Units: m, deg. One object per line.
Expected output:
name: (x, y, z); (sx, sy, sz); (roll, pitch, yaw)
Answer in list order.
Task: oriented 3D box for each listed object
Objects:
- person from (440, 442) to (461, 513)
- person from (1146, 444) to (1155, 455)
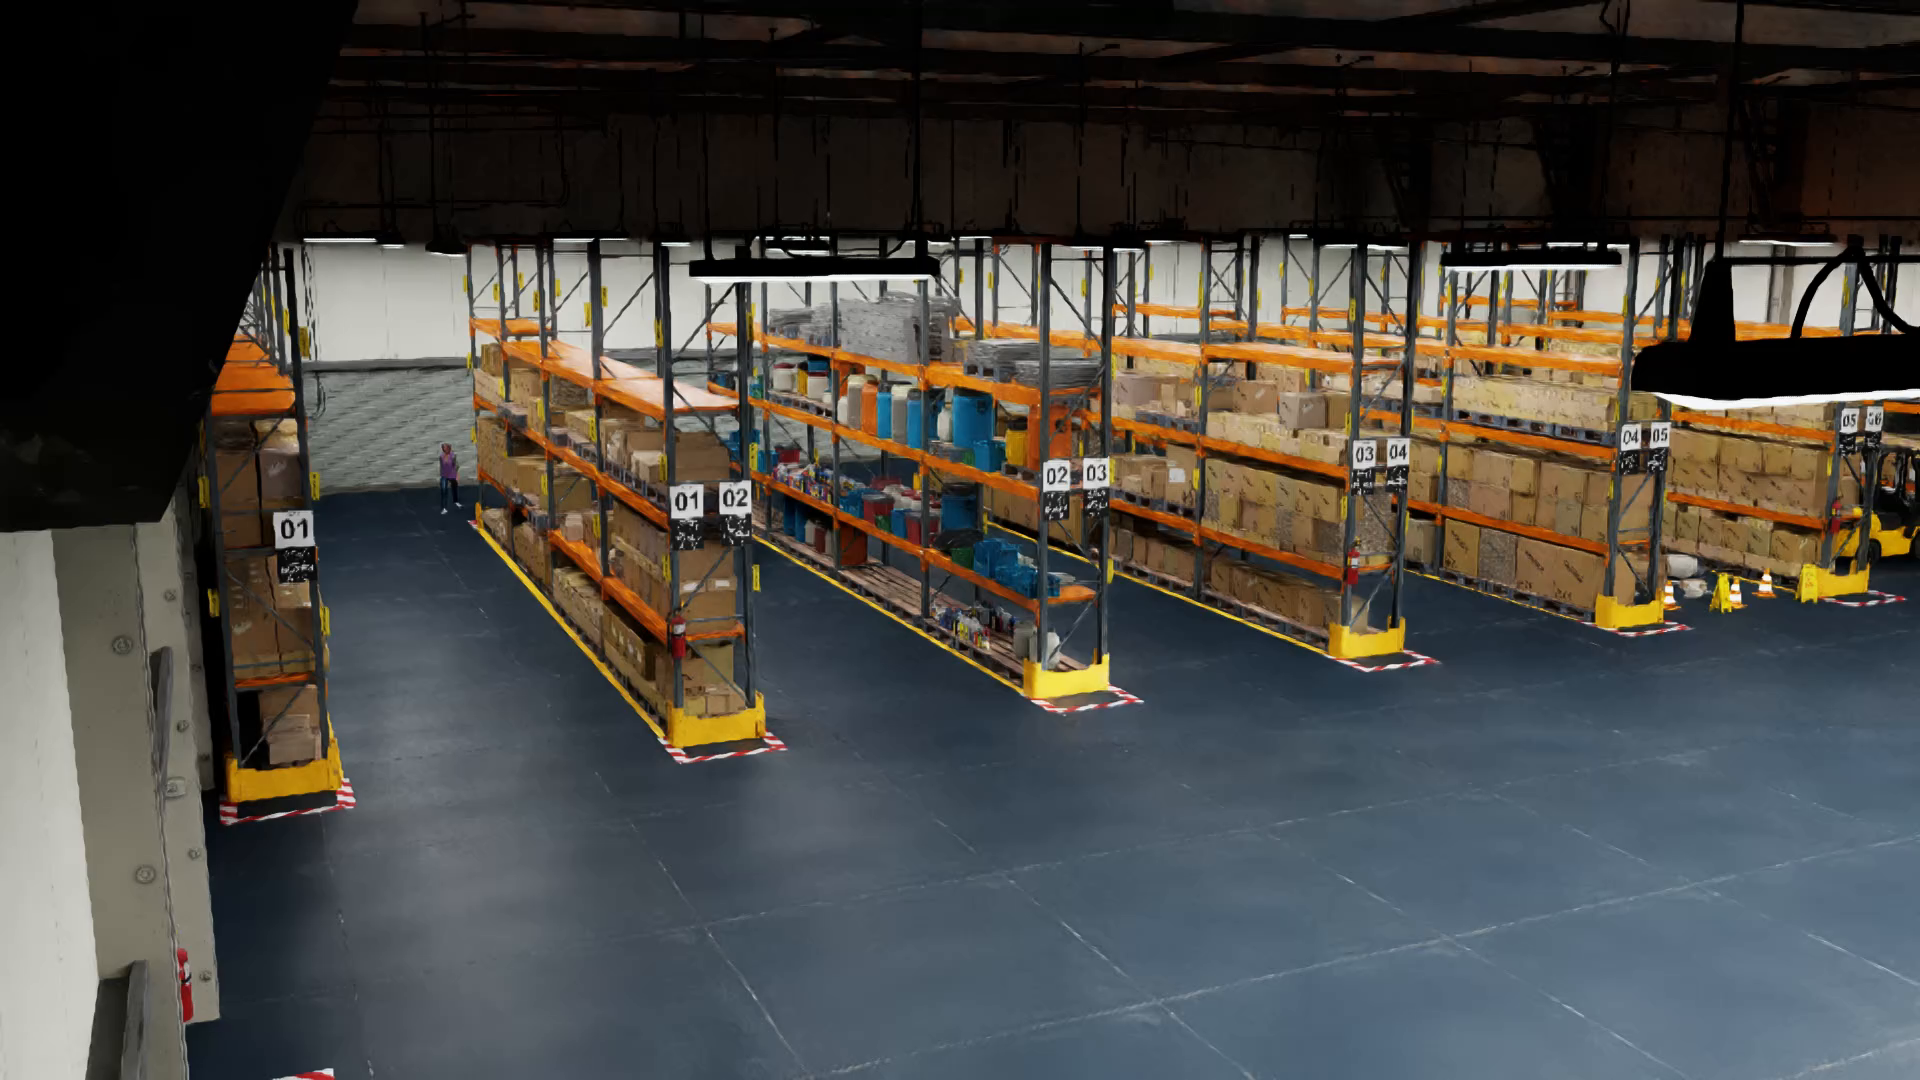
person: (-11.088, -1.387, 36.160); (0.439, 1.542, 0.848); (-1, 11, -7)
person: (4.876, -2.753, 42.878); (0.591, 1.667, 0.462); (7, 13, 32)
